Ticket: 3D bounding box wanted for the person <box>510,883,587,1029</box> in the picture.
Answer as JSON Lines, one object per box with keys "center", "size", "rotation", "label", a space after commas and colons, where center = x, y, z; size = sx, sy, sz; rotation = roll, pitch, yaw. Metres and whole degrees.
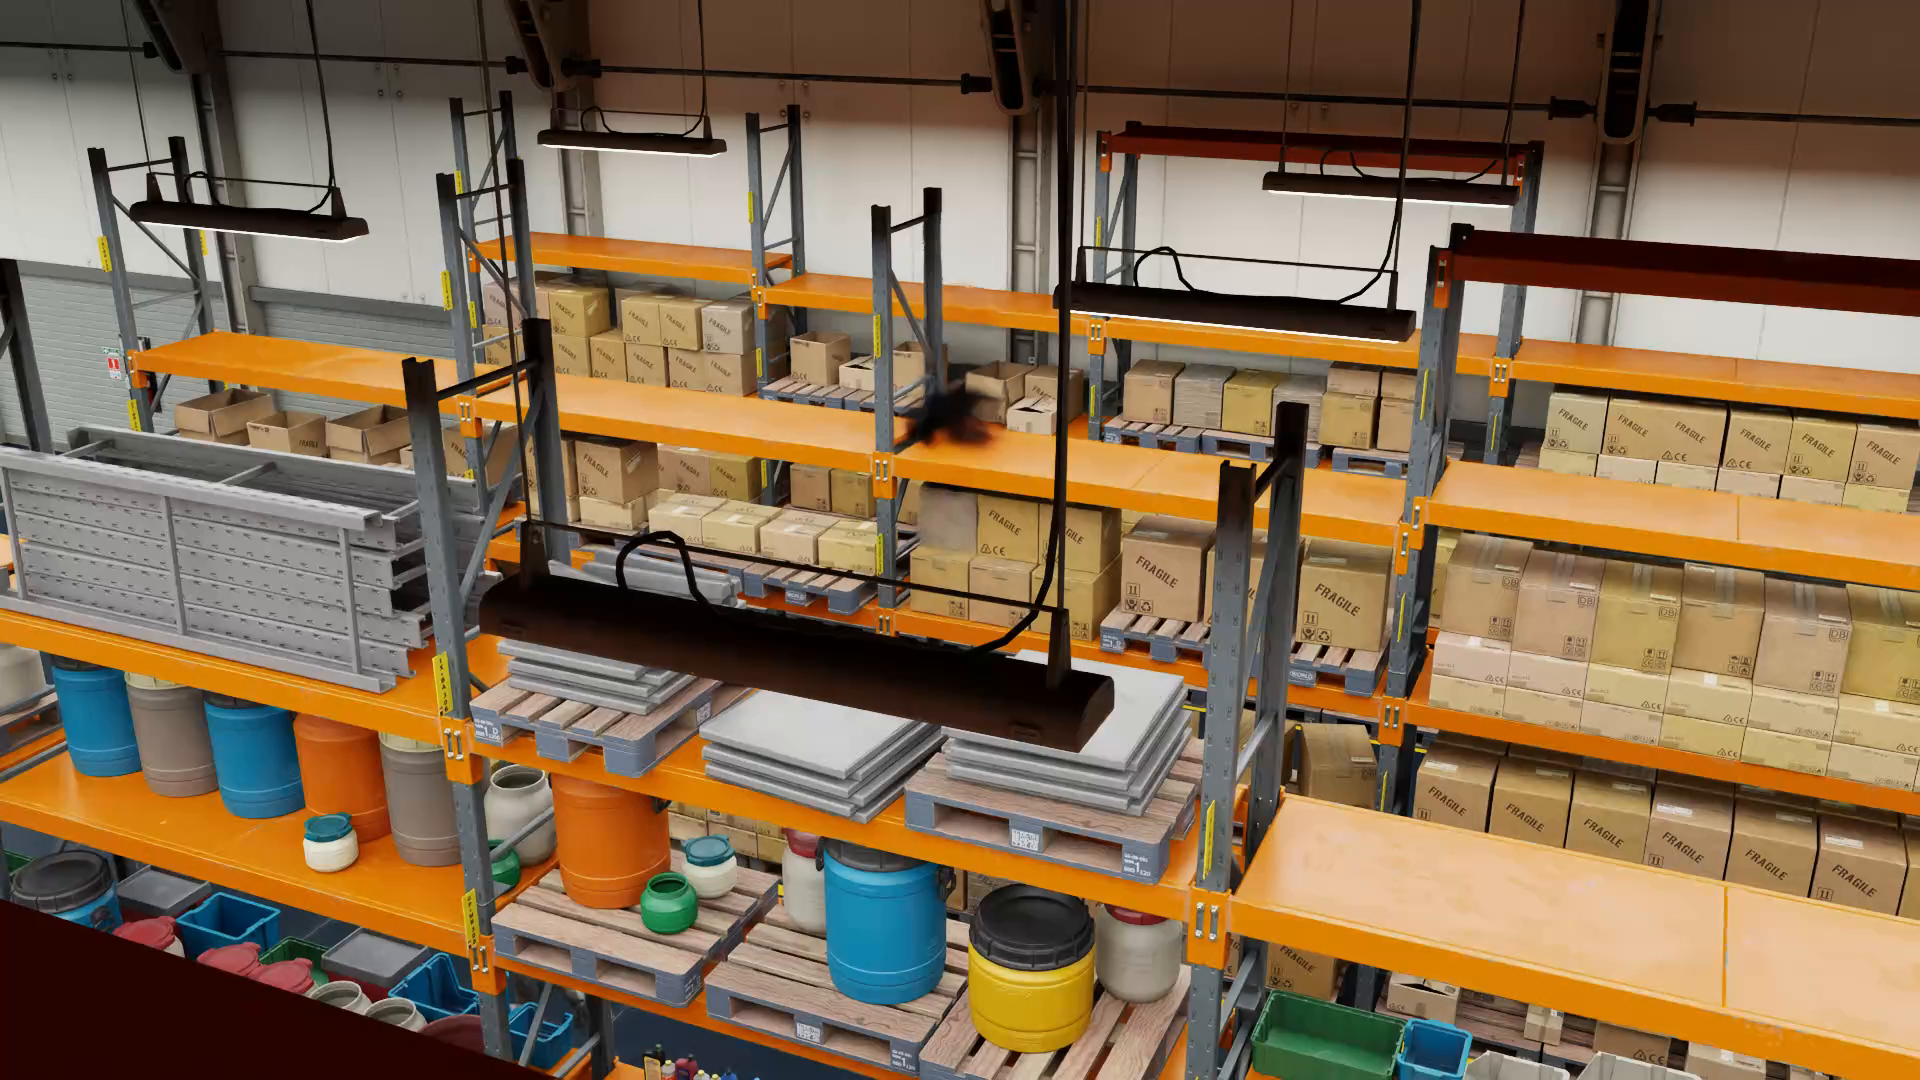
{"center": [-3.056, 2.783, 12.004], "size": [0.811, 1.769, 0.684], "rotation": [7, 22, 17], "label": "person"}
